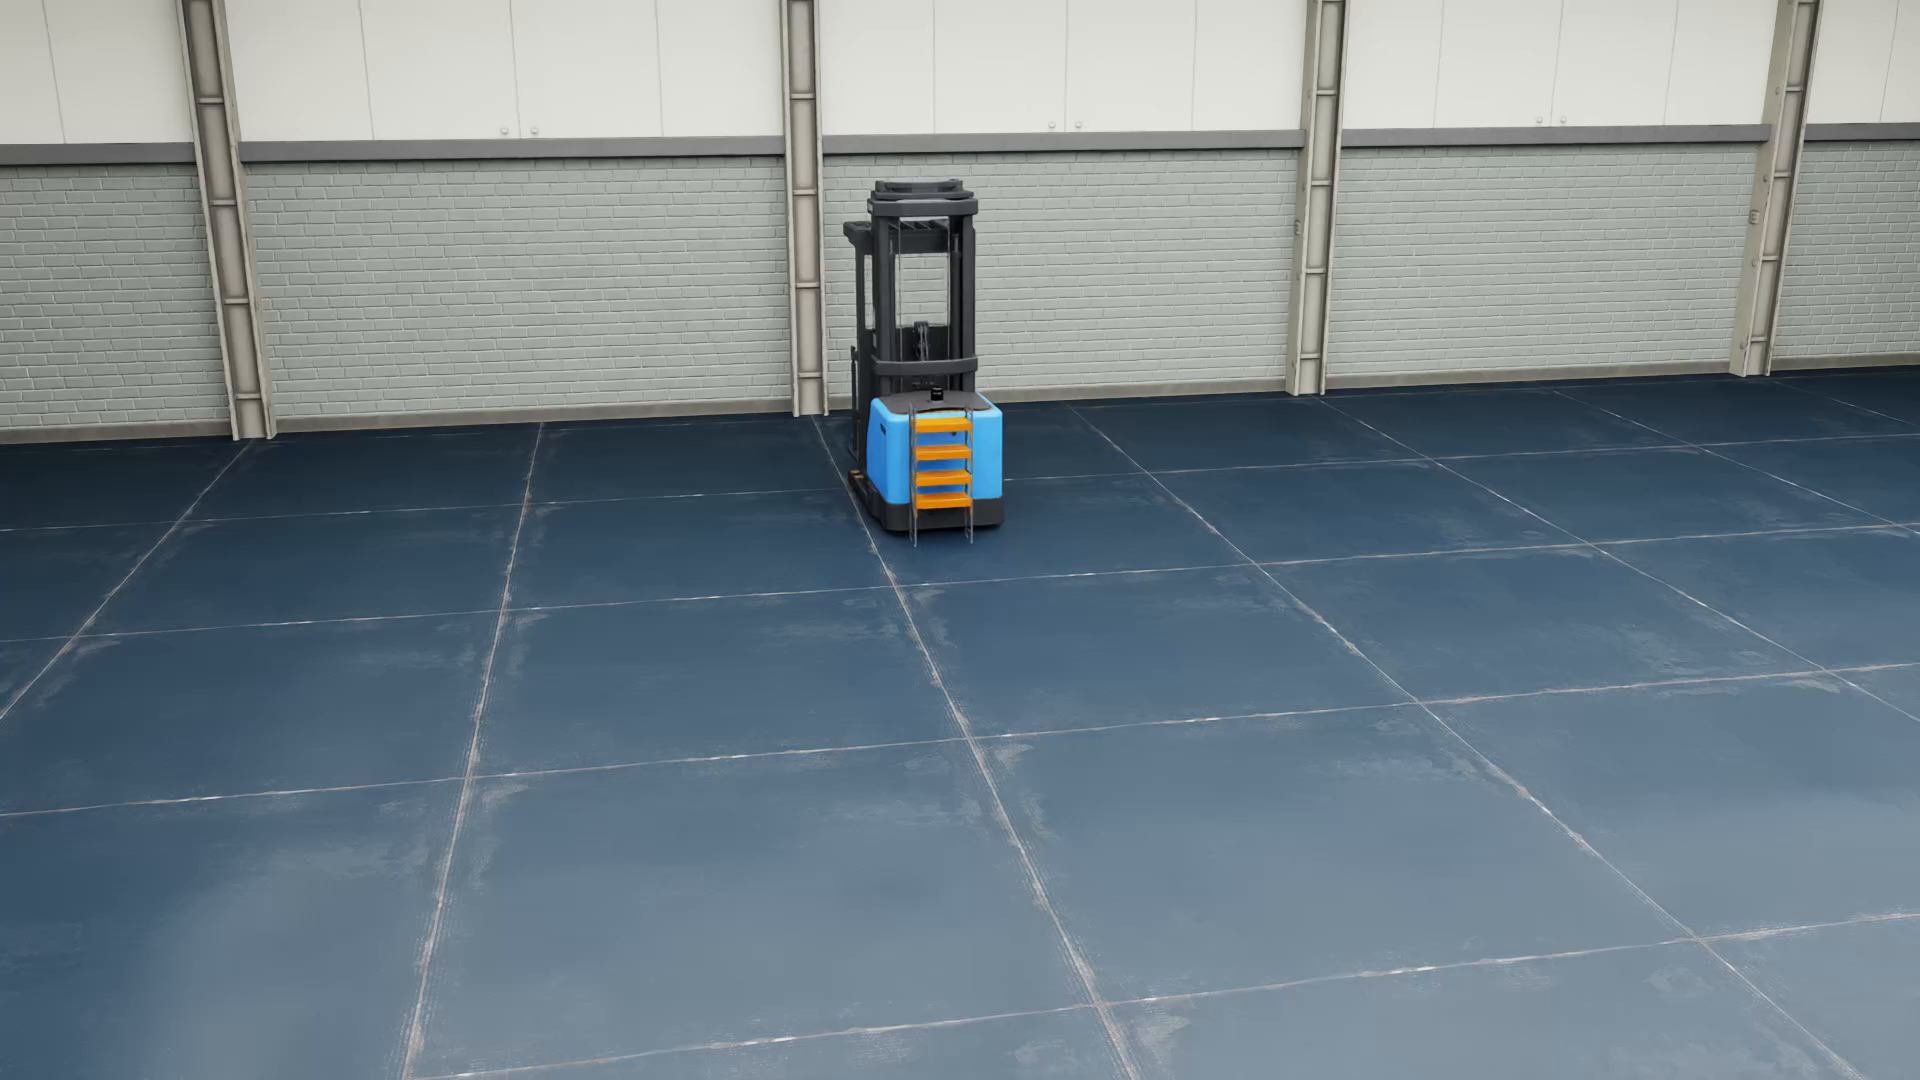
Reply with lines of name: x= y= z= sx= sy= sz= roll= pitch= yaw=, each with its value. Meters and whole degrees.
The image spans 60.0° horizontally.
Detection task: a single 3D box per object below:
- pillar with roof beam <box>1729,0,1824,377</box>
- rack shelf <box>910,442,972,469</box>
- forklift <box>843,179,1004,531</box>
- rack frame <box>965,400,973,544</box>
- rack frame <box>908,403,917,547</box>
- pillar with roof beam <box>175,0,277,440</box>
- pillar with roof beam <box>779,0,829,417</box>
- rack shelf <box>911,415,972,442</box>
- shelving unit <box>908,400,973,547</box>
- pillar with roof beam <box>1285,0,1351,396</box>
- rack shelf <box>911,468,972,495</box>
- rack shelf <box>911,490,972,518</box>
pillar with roof beam: x=10.880 y=-5.184 z=15.864 sx=0.400 sy=9.000 sz=9.100 roll=-3 pitch=17 yaw=-10
rack shelf: x=-0.163 y=-0.712 z=14.051 sx=0.480 sy=0.148 sz=0.258 roll=-4 pitch=18 yaw=-12
forklift: x=-0.457 y=-1.871 z=15.412 sx=1.130 sy=2.935 sz=3.031 roll=-4 pitch=18 yaw=-13
rack frame: x=0.075 y=-0.578 z=14.149 sx=0.015 sy=1.200 sz=0.240 roll=-4 pitch=18 yaw=-12
rack frame: x=-0.401 y=-0.546 z=14.044 sx=0.015 sy=1.200 sz=0.240 roll=-4 pitch=18 yaw=-12
pillar with roof beam: x=-6.793 y=-4.182 z=12.599 sx=0.400 sy=9.000 sz=9.100 roll=-3 pitch=17 yaw=-10
pillar with roof beam: x=-0.902 y=-4.516 z=13.687 sx=0.400 sy=9.000 sz=9.100 roll=-3 pitch=17 yaw=-10
rack shelf: x=-0.162 y=-0.938 z=13.981 sx=0.480 sy=0.148 sz=0.258 roll=-4 pitch=18 yaw=-12
shelving unit: x=-0.163 y=-0.562 z=14.097 sx=0.503 sy=1.200 sz=0.258 roll=-4 pitch=18 yaw=-12
pillar with roof beam: x=4.989 y=-4.850 z=14.776 sx=0.400 sy=9.000 sz=9.100 roll=-3 pitch=17 yaw=-10
rack shelf: x=-0.163 y=-0.498 z=14.117 sx=0.480 sy=0.148 sz=0.258 roll=-4 pitch=18 yaw=-12
rack shelf: x=-0.163 y=-0.308 z=14.175 sx=0.480 sy=0.148 sz=0.258 roll=-4 pitch=18 yaw=-12
